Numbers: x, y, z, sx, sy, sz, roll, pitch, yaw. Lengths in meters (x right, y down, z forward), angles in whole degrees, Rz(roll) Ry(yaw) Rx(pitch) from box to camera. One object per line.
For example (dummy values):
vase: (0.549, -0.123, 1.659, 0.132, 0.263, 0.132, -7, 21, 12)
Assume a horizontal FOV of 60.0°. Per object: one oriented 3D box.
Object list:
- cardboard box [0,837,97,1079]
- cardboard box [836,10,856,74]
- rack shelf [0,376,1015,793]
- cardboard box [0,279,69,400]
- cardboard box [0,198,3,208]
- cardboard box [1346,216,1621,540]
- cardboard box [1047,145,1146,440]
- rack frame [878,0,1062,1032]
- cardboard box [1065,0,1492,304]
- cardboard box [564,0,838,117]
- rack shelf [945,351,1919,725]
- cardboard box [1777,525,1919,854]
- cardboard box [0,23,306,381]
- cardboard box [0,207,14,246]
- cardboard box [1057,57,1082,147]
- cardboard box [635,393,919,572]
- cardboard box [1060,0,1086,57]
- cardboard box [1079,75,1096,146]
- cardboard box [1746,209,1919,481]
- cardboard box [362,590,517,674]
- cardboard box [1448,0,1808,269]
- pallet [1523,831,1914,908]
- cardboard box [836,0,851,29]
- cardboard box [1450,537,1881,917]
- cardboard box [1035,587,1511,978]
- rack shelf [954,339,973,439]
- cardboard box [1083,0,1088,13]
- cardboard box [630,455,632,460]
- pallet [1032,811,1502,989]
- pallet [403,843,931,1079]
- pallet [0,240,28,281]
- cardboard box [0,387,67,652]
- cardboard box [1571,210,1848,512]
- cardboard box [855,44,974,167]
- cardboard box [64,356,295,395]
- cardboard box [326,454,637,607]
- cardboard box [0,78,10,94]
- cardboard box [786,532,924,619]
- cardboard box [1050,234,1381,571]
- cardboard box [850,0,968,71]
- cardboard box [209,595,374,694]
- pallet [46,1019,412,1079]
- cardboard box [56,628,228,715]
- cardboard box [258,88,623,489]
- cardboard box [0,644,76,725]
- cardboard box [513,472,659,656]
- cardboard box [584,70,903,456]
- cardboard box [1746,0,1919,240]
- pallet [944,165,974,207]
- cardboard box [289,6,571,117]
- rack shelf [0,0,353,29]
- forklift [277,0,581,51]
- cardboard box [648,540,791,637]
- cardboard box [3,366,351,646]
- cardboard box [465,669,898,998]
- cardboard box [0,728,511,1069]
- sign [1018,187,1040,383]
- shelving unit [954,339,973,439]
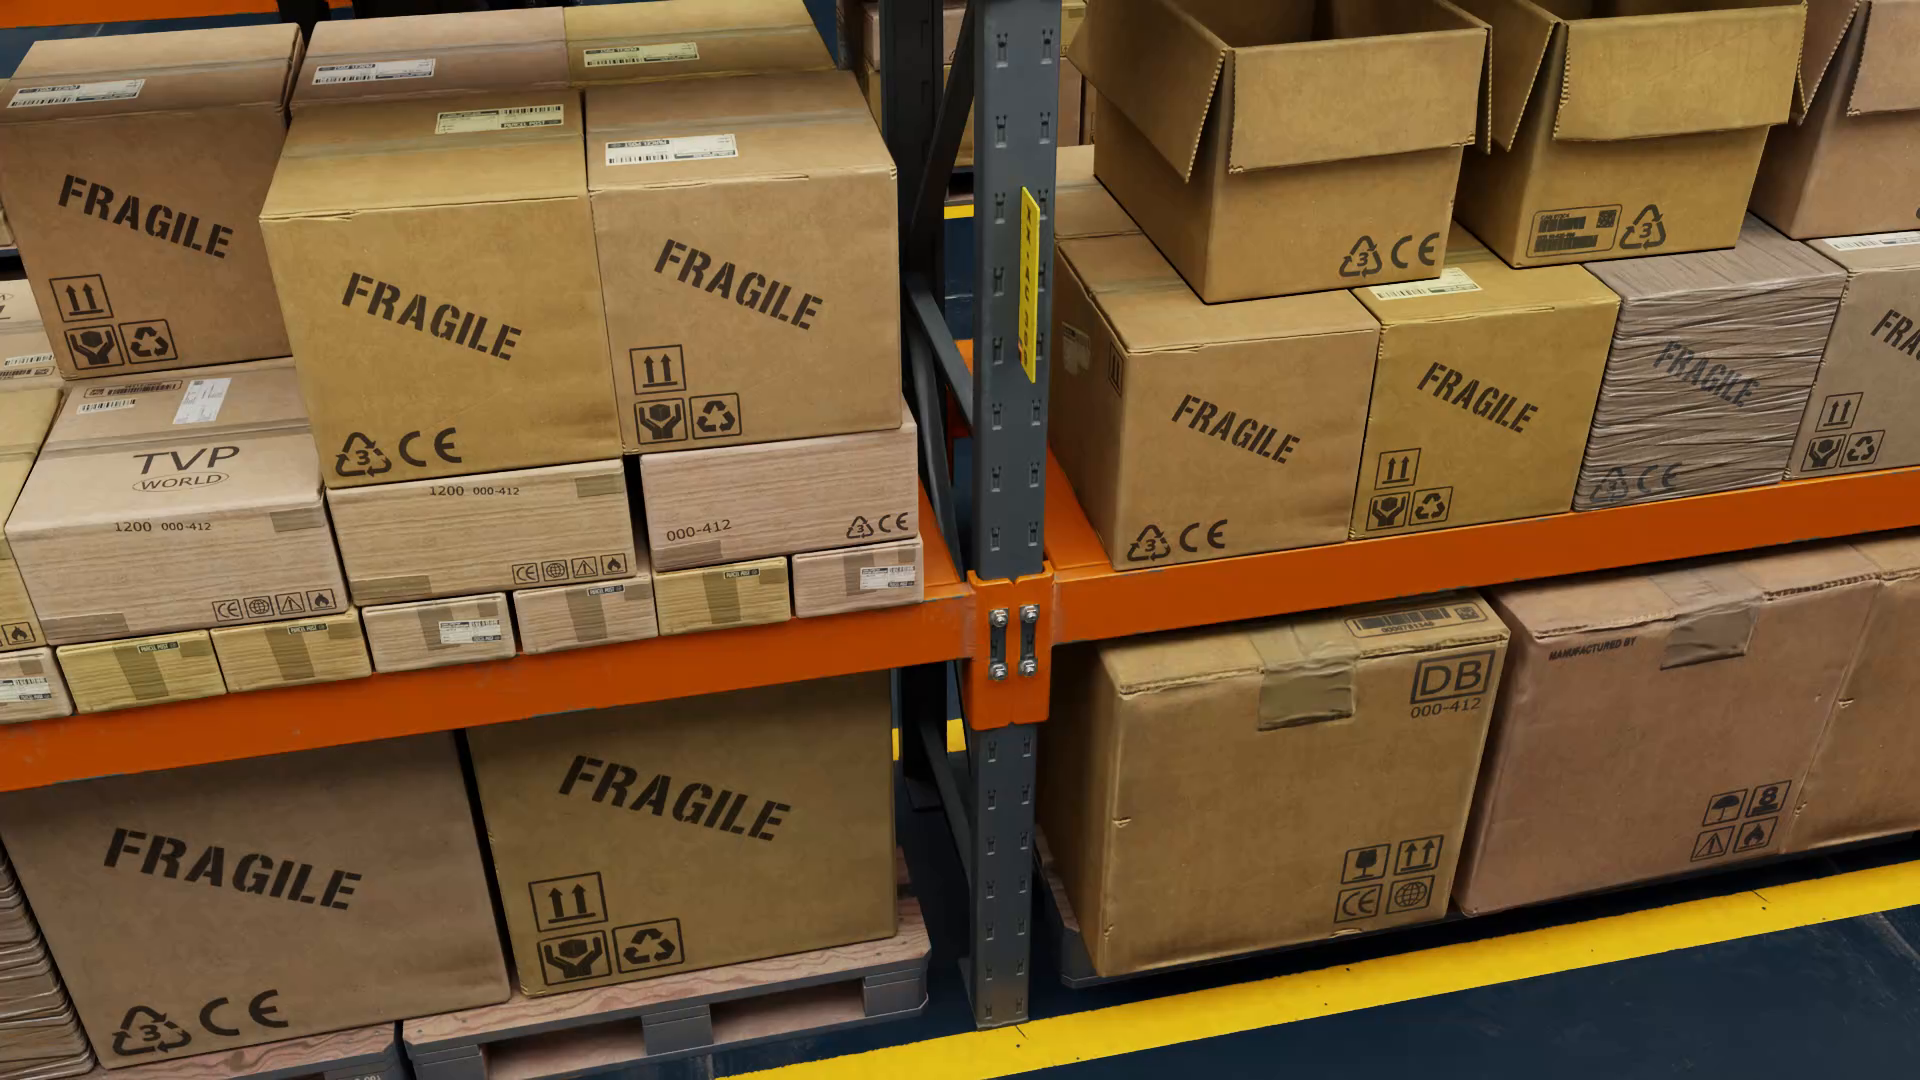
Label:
cardboard box: (-2.413, 0.622, 3.662, 0.875, 0.875, 0.875, -7, 35, -11)
cardboard box: (-0.335, -2.416, 8.525, 0.500, 0.500, 0.500, -8, 35, -11)
rack shelf: (-1.957, 0.201, 3.405, 4.000, 0.370, 1.077, -7, 35, -11)
cardboard box: (-1.995, -0.308, 3.385, 0.500, 0.250, 0.500, -7, 35, -10)
cardboard box: (-4.335, -1.599, 7.356, 0.250, 0.149, 0.380, -6, 34, -9)
cardboard box: (0.988, -0.368, 3.517, 0.500, 0.500, 0.500, -7, 35, -10)
cardboard box: (0.390, -0.591, 3.850, 0.500, 0.500, 0.500, -7, 35, -10)
rack frame: (-0.006, -0.344, 3.571, 0.127, 3.000, 1.000, -7, 35, -11)
cardboard box: (0.615, -0.885, 3.387, 0.637, 0.503, 0.797, -8, 35, -12)
cardboard box: (-0.530, -0.797, 3.440, 0.500, 0.500, 0.500, -7, 35, -11)
rack shelf: (1.945, -0.291, 4.137, 4.000, 0.370, 1.077, -7, 35, -11)
cardboard box: (2.347, 0.051, 4.512, 0.875, 0.875, 1.225, -7, 35, -10)
cardboard box: (-1.518, -0.674, 3.257, 0.500, 0.500, 0.500, -8, 35, -12)
cardboard box: (-4.322, -1.441, 7.388, 0.250, 0.149, 0.380, -7, 34, -10)
cardboard box: (0.293, -2.201, 8.205, 0.500, 0.500, 0.500, -6, 34, -8)
cardboard box: (-0.379, -0.208, 3.236, 0.500, 0.250, 0.500, -8, 35, -11)
cardboard box: (0.296, -2.514, 7.998, 0.500, 0.250, 0.500, -6, 34, -9)
cardboard box: (0.801, -2.273, 8.311, 0.500, 0.500, 0.500, -7, 34, -10)
cardboard box: (1.979, -0.496, 3.708, 0.500, 0.500, 0.500, -7, 34, -10)
cardboard box: (-0.984, 0.071, 3.178, 0.250, 0.149, 0.380, -7, 34, -10)
cardboard box: (1.287, -0.963, 3.503, 0.637, 0.503, 0.797, -7, 34, -10)
pallet: (1.922, 0.526, 4.776, 1.213, 0.211, 1.003, -7, 35, -11)
cardboard box: (-0.331, -2.729, 8.318, 0.500, 0.250, 0.500, -8, 35, -12)
cardboard box: (1.485, 0.164, 4.343, 0.875, 0.875, 1.225, -8, 35, -12)
cardboard box: (0.614, 0.274, 4.179, 0.875, 0.875, 1.225, -7, 35, -10)
rack shelf: (0.136, -0.478, 5.439, 1.000, 0.185, 0.538, -7, 34, -10)
cardboard box: (0.795, -2.574, 8.088, 0.500, 0.250, 0.500, -6, 34, -9)
cardboard box: (-0.881, -0.319, 3.759, 0.250, 0.149, 0.380, -6, 34, -9)
pallet: (0.730, 0.678, 4.550, 1.213, 0.211, 1.003, -7, 35, -11)
pallet: (-0.765, 0.865, 4.272, 1.213, 0.211, 1.003, -7, 35, -11)
pallet: (-4.029, -1.492, 7.785, 1.213, 0.211, 1.003, -7, 35, -11)
cardboard box: (-1.876, -0.020, 2.956, 0.500, 0.250, 0.500, -8, 35, -11)
cardboard box: (1.476, -0.430, 3.609, 0.500, 0.500, 0.500, -8, 35, -12)
cardboard box: (-0.222, -2.135, 8.106, 0.500, 0.500, 0.500, -6, 34, -9)
cardboard box: (-1.512, -0.365, 3.469, 0.500, 0.250, 0.500, -6, 34, -9)
cardboard box: (-0.883, -0.143, 3.139, 0.500, 0.250, 0.500, -6, 34, -9)
cardboard box: (-4.443, -2.001, 7.687, 0.250, 0.149, 0.380, -7, 34, -10)
cardboard box: (-0.231, -0.024, 3.319, 0.250, 0.149, 0.380, -7, 34, -10)
cardboard box: (0.498, -0.306, 3.425, 0.500, 0.500, 0.500, -7, 35, -10)
cardboard box: (-0.223, -2.447, 7.898, 0.500, 0.250, 0.500, -9, 35, -13)
cardboard box: (-1.235, 0.103, 3.131, 0.250, 0.149, 0.380, -7, 34, -10)
pallet: (-1.957, 1.017, 4.045, 1.213, 0.211, 1.003, -7, 35, -11)
cardboard box: (-1.485, 0.134, 3.084, 0.250, 0.149, 0.380, -8, 35, -11)
cardboard box: (-0.885, -0.455, 2.931, 0.500, 0.500, 0.500, -7, 34, -10)
cardboard box: (-1.733, 0.165, 3.038, 0.250, 0.149, 0.380, -7, 34, -10)
cardboard box: (-0.733, 0.039, 3.225, 0.250, 0.149, 0.380, -8, 35, -11)
cardboard box: (-0.395, -0.515, 3.020, 0.500, 0.500, 0.500, -6, 34, -9)
cardboard box: (1.890, -1.048, 3.630, 0.637, 0.503, 0.797, -6, 34, -9)
pallet: (-0.243, -1.991, 8.527, 1.213, 0.211, 1.003, -7, 35, -11)
cardboard box: (-1.012, -0.740, 3.356, 0.500, 0.500, 0.500, -7, 35, -11)
rack shelf: (-2.952, -2.508, 7.440, 4.000, 0.370, 1.077, -7, 35, -11)
forklift: (-1.972, -1.392, 5.195, 3.031, 2.935, 1.130, 4, 34, 6)
cardboard box: (-0.483, 0.008, 3.272, 0.250, 0.149, 0.380, -7, 34, -10)
cardboard box: (-1.381, -0.080, 3.046, 0.500, 0.250, 0.500, -7, 34, -10)
cardboard box: (-0.667, 0.402, 3.990, 0.875, 0.875, 0.875, -7, 35, -11)
cardboard box: (-1.545, 0.512, 3.825, 0.875, 0.875, 0.875, -7, 35, -11)
sign: (0.118, -0.435, 2.858, 0.005, 0.325, 0.100, -7, 35, -11)
shelving unit: (0.127, -0.626, 5.337, 1.083, 1.500, 0.587, -7, 34, -10)
